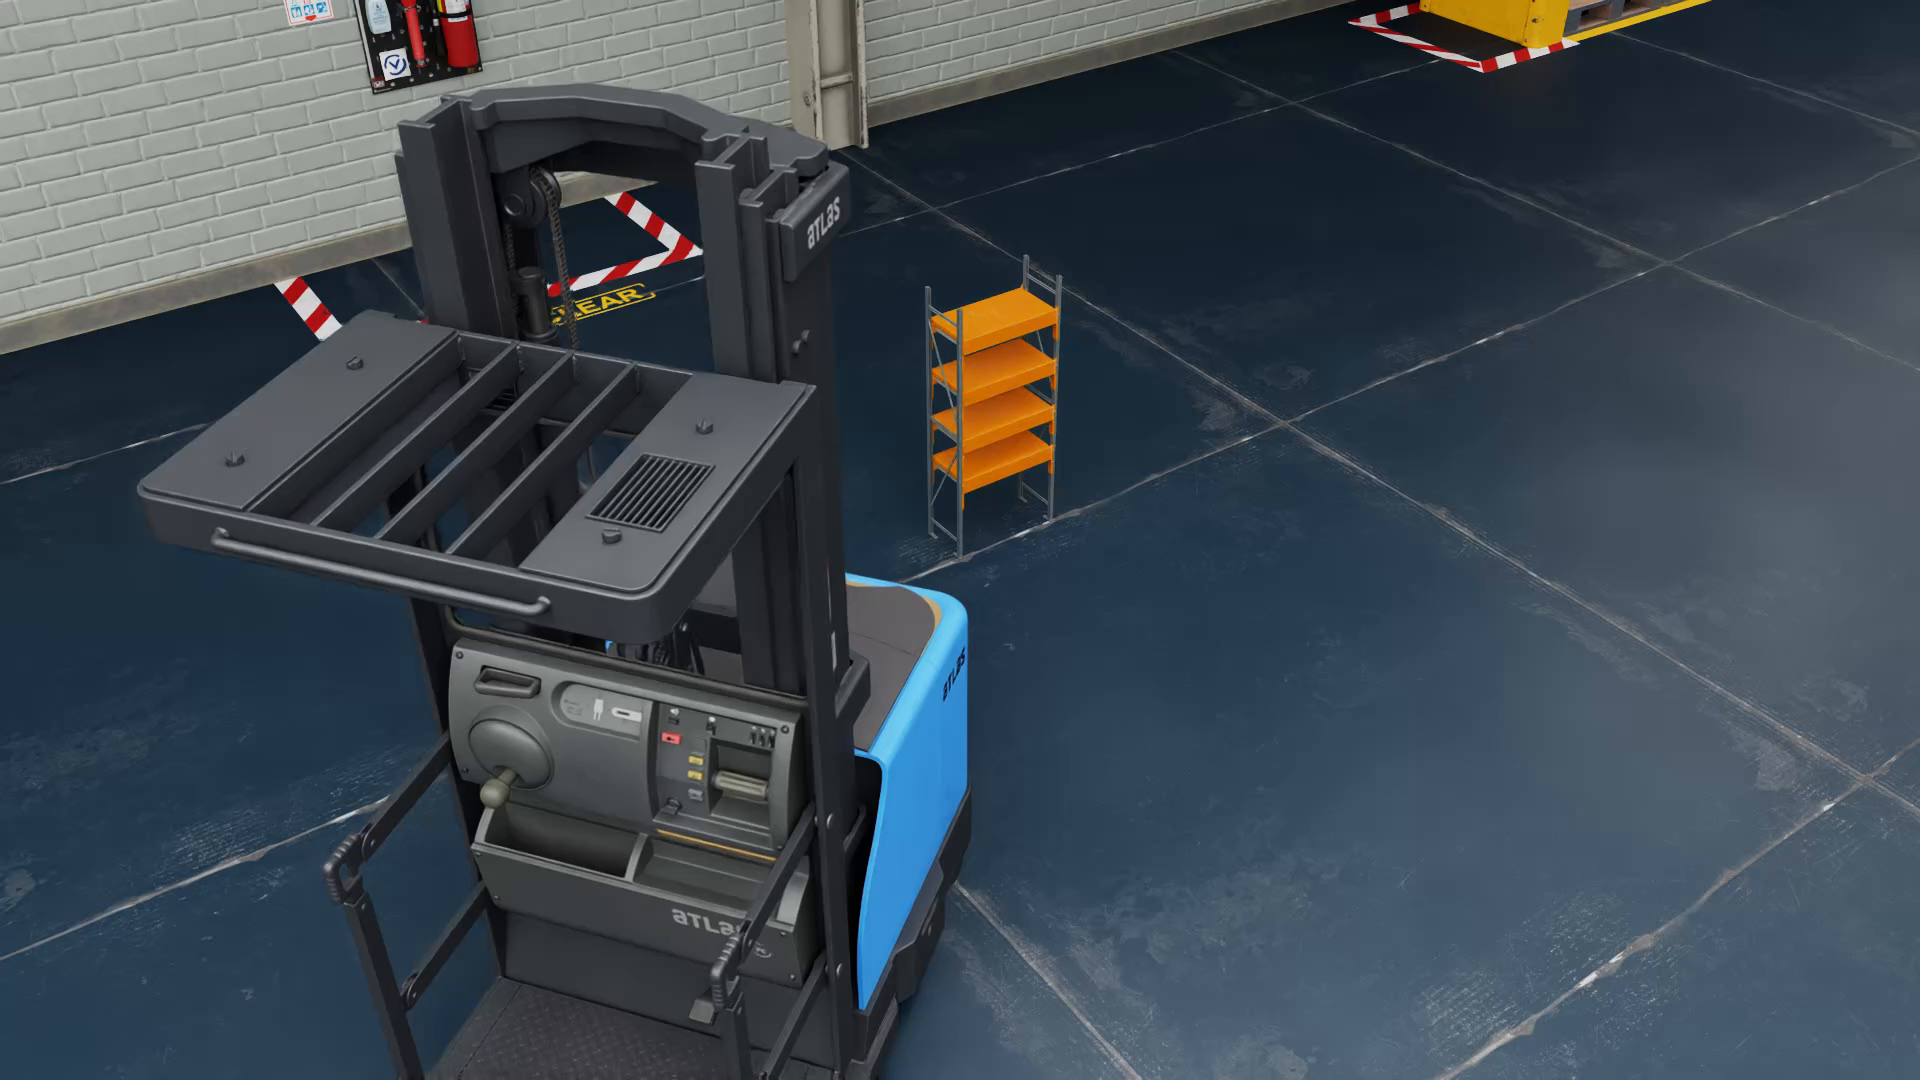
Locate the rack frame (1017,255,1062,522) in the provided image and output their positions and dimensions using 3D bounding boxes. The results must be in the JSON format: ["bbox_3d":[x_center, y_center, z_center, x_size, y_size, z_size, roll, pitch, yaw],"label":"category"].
[{"bbox_3d":[0.335,-0.625,7.091,0.015,1.200,0.240,-22,41,-28],"label":"rack frame"}]

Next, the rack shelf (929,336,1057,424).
[{"bbox_3d":[0.135,-0.670,6.886,0.480,0.148,0.258,-22,41,-28],"label":"rack shelf"}]

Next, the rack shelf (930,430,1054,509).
[{"bbox_3d":[0.135,-0.327,7.132,0.480,0.148,0.258,-22,41,-28],"label":"rack shelf"}]

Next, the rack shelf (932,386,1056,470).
[{"bbox_3d":[0.135,-0.488,7.016,0.480,0.148,0.258,-22,41,-28],"label":"rack shelf"}]

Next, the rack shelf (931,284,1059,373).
[{"bbox_3d":[0.135,-0.862,6.748,0.480,0.148,0.258,-22,41,-28],"label":"rack shelf"}]

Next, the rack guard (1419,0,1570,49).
[{"bbox_3d":[4.054,-4.161,12.607,0.348,0.500,1.175,-22,41,-28],"label":"rack guard"}]

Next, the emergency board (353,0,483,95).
[{"bbox_3d":[-2.881,-2.967,8.807,0.643,1.169,0.194,-22,41,-28],"label":"emergency board"}]

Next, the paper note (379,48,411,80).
[{"bbox_3d":[-3.065,-2.583,9.027,0.142,0.148,0.016,-22,41,-28],"label":"paper note"}]

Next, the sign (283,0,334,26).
[{"bbox_3d":[-3.392,-2.845,8.606,0.234,0.329,0.001,-22,41,-28],"label":"sign"}]

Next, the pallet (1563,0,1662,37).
[{"bbox_3d":[4.738,-4.300,13.048,1.213,0.211,1.003,-22,41,-28],"label":"pallet"}]

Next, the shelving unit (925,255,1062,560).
[{"bbox_3d":[0.135,-0.543,6.977,0.503,1.200,0.258,-22,41,-28],"label":"shelving unit"}]

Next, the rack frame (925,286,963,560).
[{"bbox_3d":[-0.064,-0.461,6.863,0.015,1.200,0.240,-22,41,-28],"label":"rack frame"}]

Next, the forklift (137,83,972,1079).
[{"bbox_3d":[-0.904,0.585,3.926,1.130,2.935,3.031,11,37,15],"label":"forklift"}]

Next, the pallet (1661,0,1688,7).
[{"bbox_3d":[5.734,-4.708,13.615,1.213,0.211,1.003,-22,41,-28],"label":"pallet"}]

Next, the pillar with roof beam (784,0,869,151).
[{"bbox_3d":[1.641,-4.161,5.329,0.400,9.000,9.100,-22,41,-28],"label":"pillar with roof beam"}]
